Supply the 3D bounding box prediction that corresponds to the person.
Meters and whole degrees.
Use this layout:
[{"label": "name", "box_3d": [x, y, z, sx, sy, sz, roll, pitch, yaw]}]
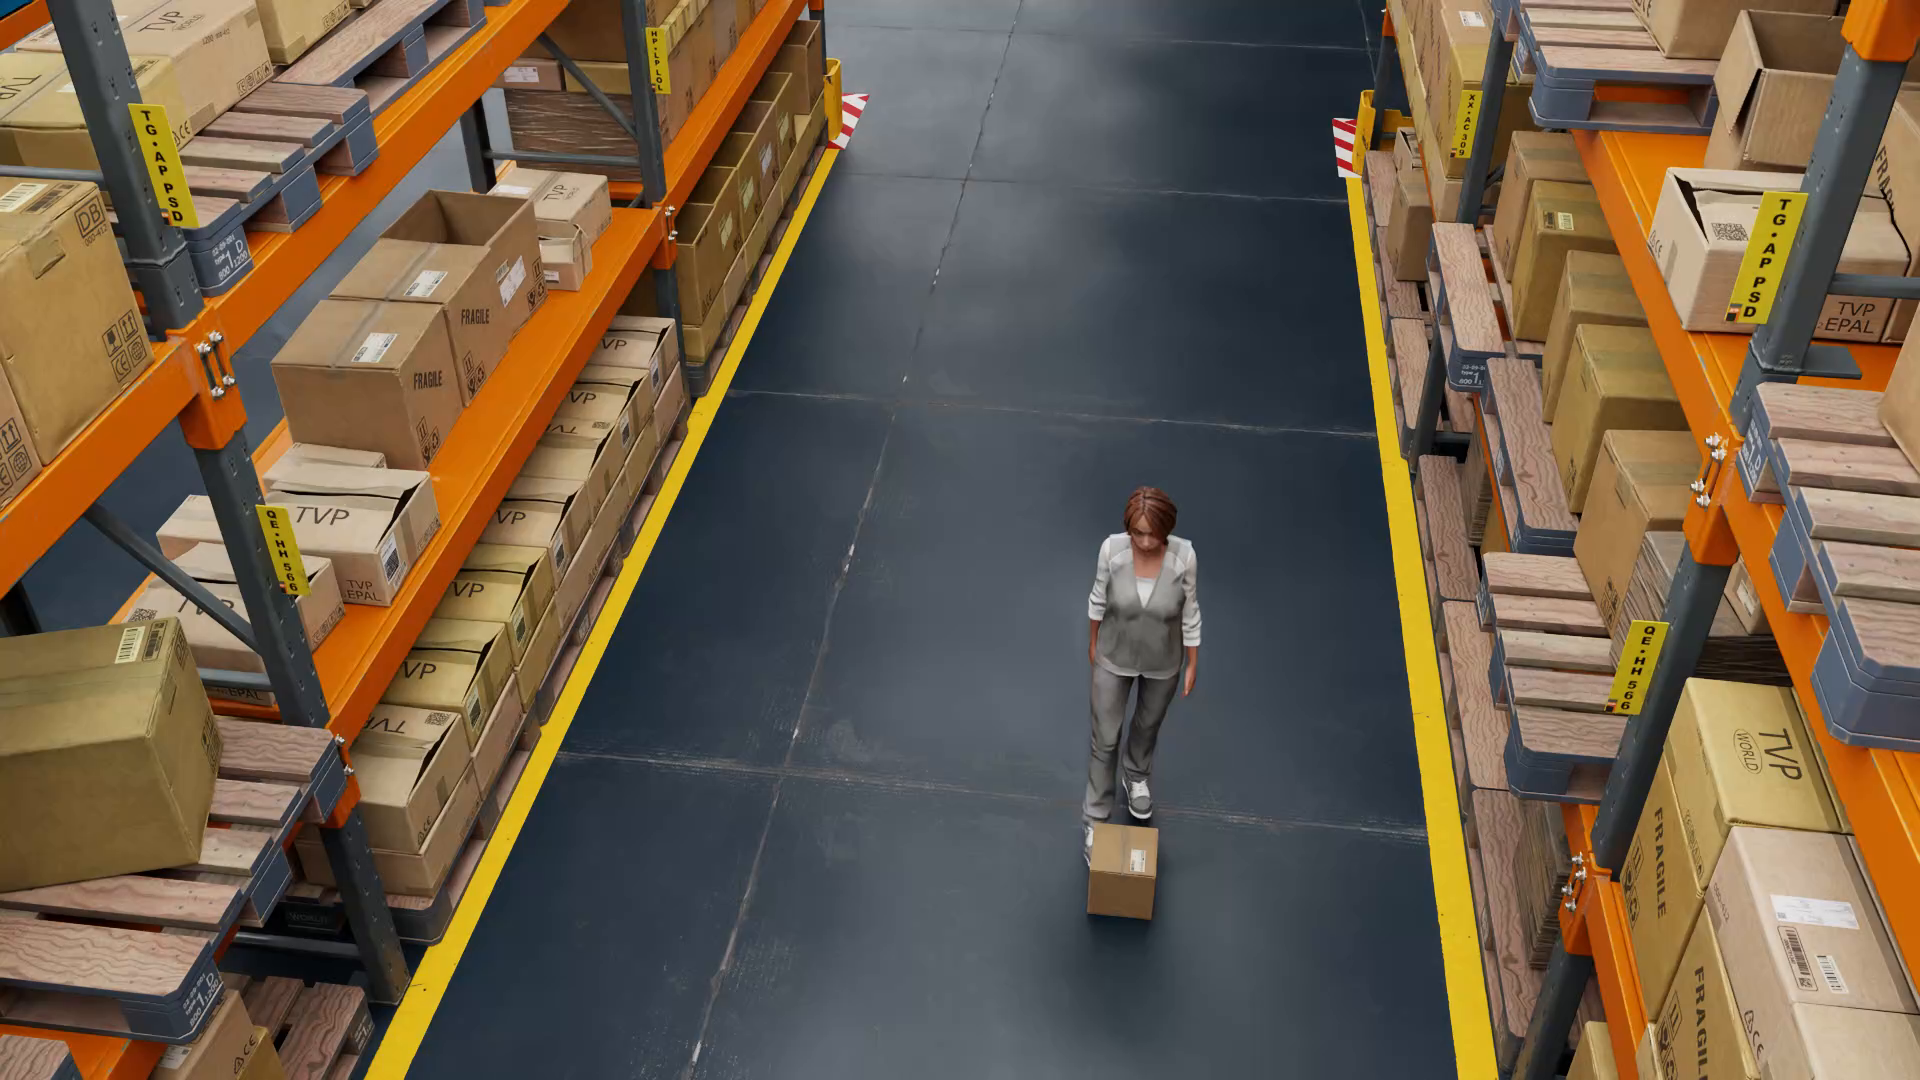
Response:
[{"label": "person", "box_3d": [0.697, 0.519, 6.334, 0.425, 1.592, 0.586, 2, 37, 2]}]
